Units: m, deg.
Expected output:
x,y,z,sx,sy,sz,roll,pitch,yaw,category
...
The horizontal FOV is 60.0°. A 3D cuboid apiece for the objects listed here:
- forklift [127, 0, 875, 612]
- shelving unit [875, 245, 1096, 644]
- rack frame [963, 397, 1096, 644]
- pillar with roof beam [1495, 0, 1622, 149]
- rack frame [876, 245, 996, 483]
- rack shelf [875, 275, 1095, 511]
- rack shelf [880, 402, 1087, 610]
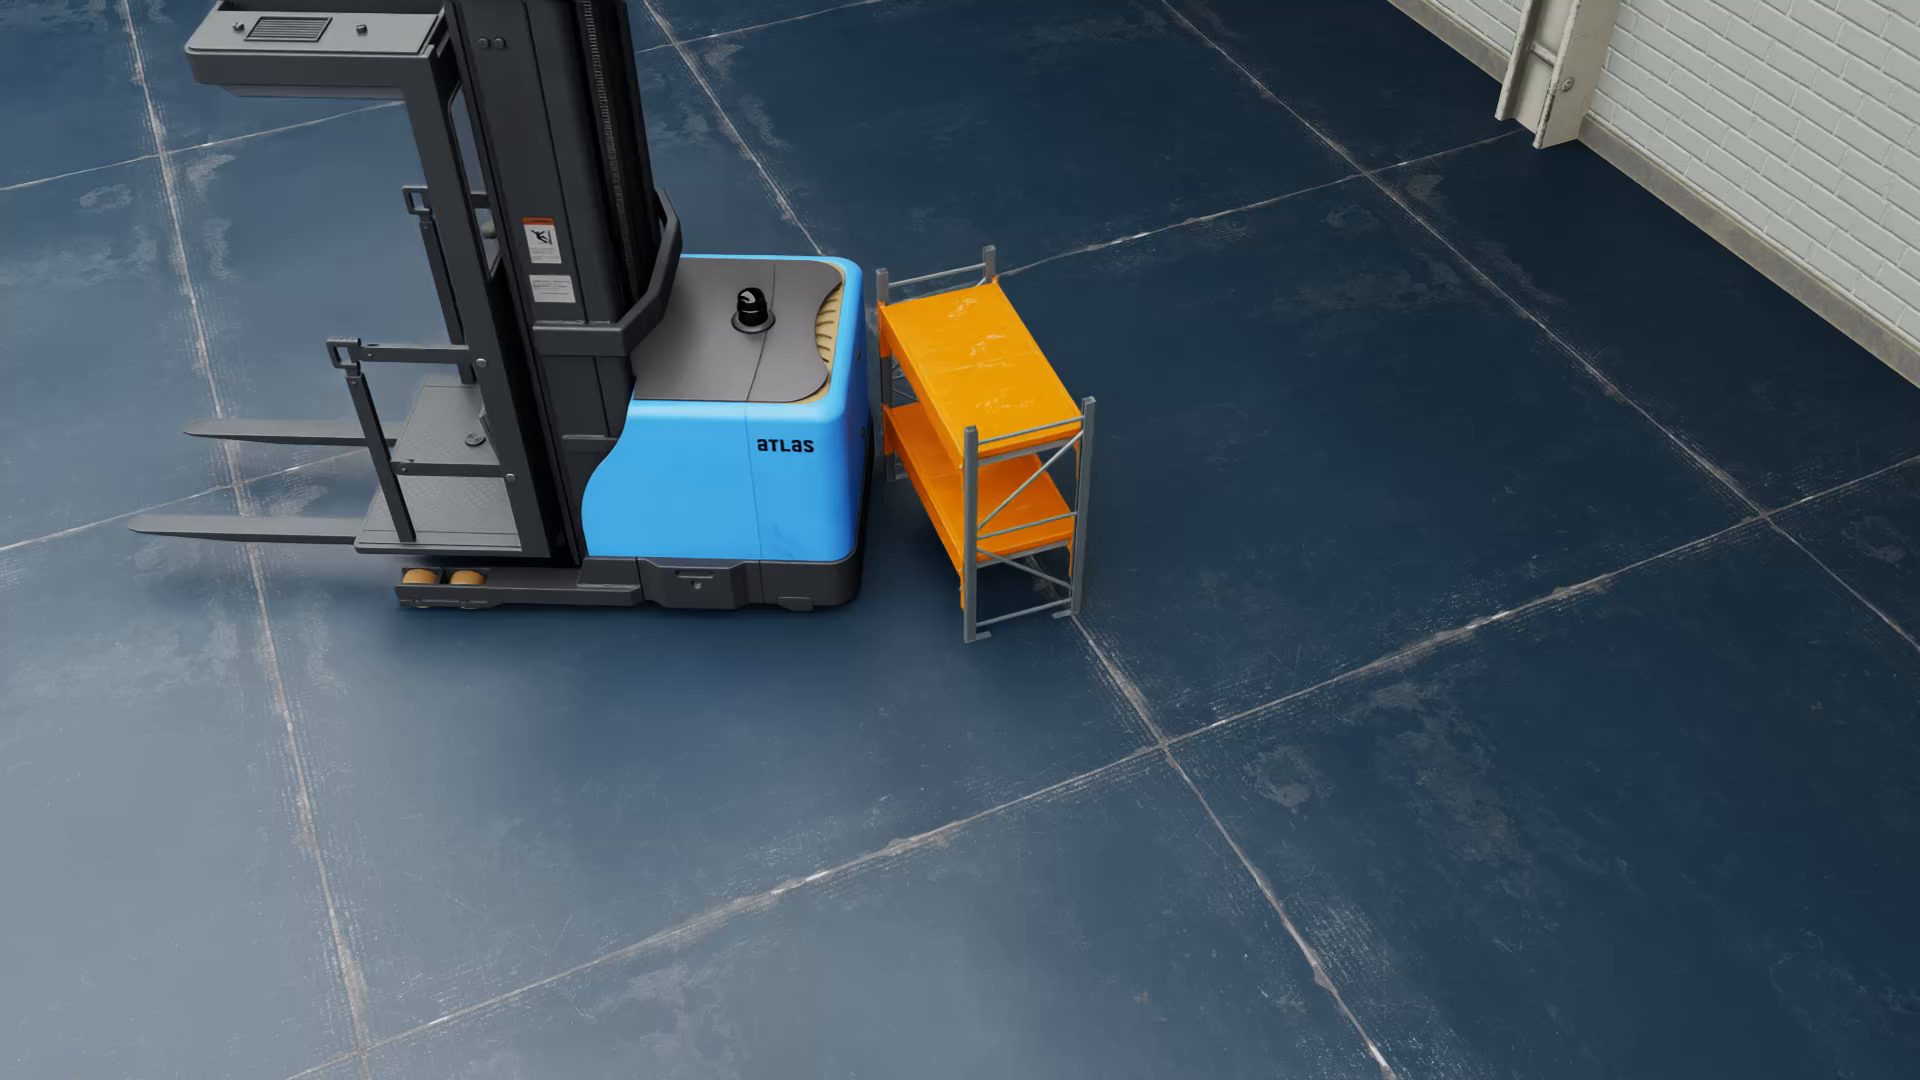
x,y,z,sx,sy,sz,roll,pitch,yaw,category
-1.910,-1.130,6.177,3.031,2.935,1.130,1,45,1,forklift
0.080,-0.387,6.710,0.538,1.125,1.048,-14,46,-14,shelving unit
0.254,-0.052,6.370,0.500,1.125,0.032,-14,46,-14,rack frame
-0.600,-4.299,5.069,9.100,9.000,0.400,-18,47,-17,pillar with roof beam
-0.095,-0.722,7.050,0.500,1.125,0.032,-14,46,-14,rack frame
0.080,-0.595,6.505,0.538,0.278,1.000,-14,46,-14,rack shelf
0.080,-0.213,6.882,0.538,0.278,1.000,-14,46,-14,rack shelf
